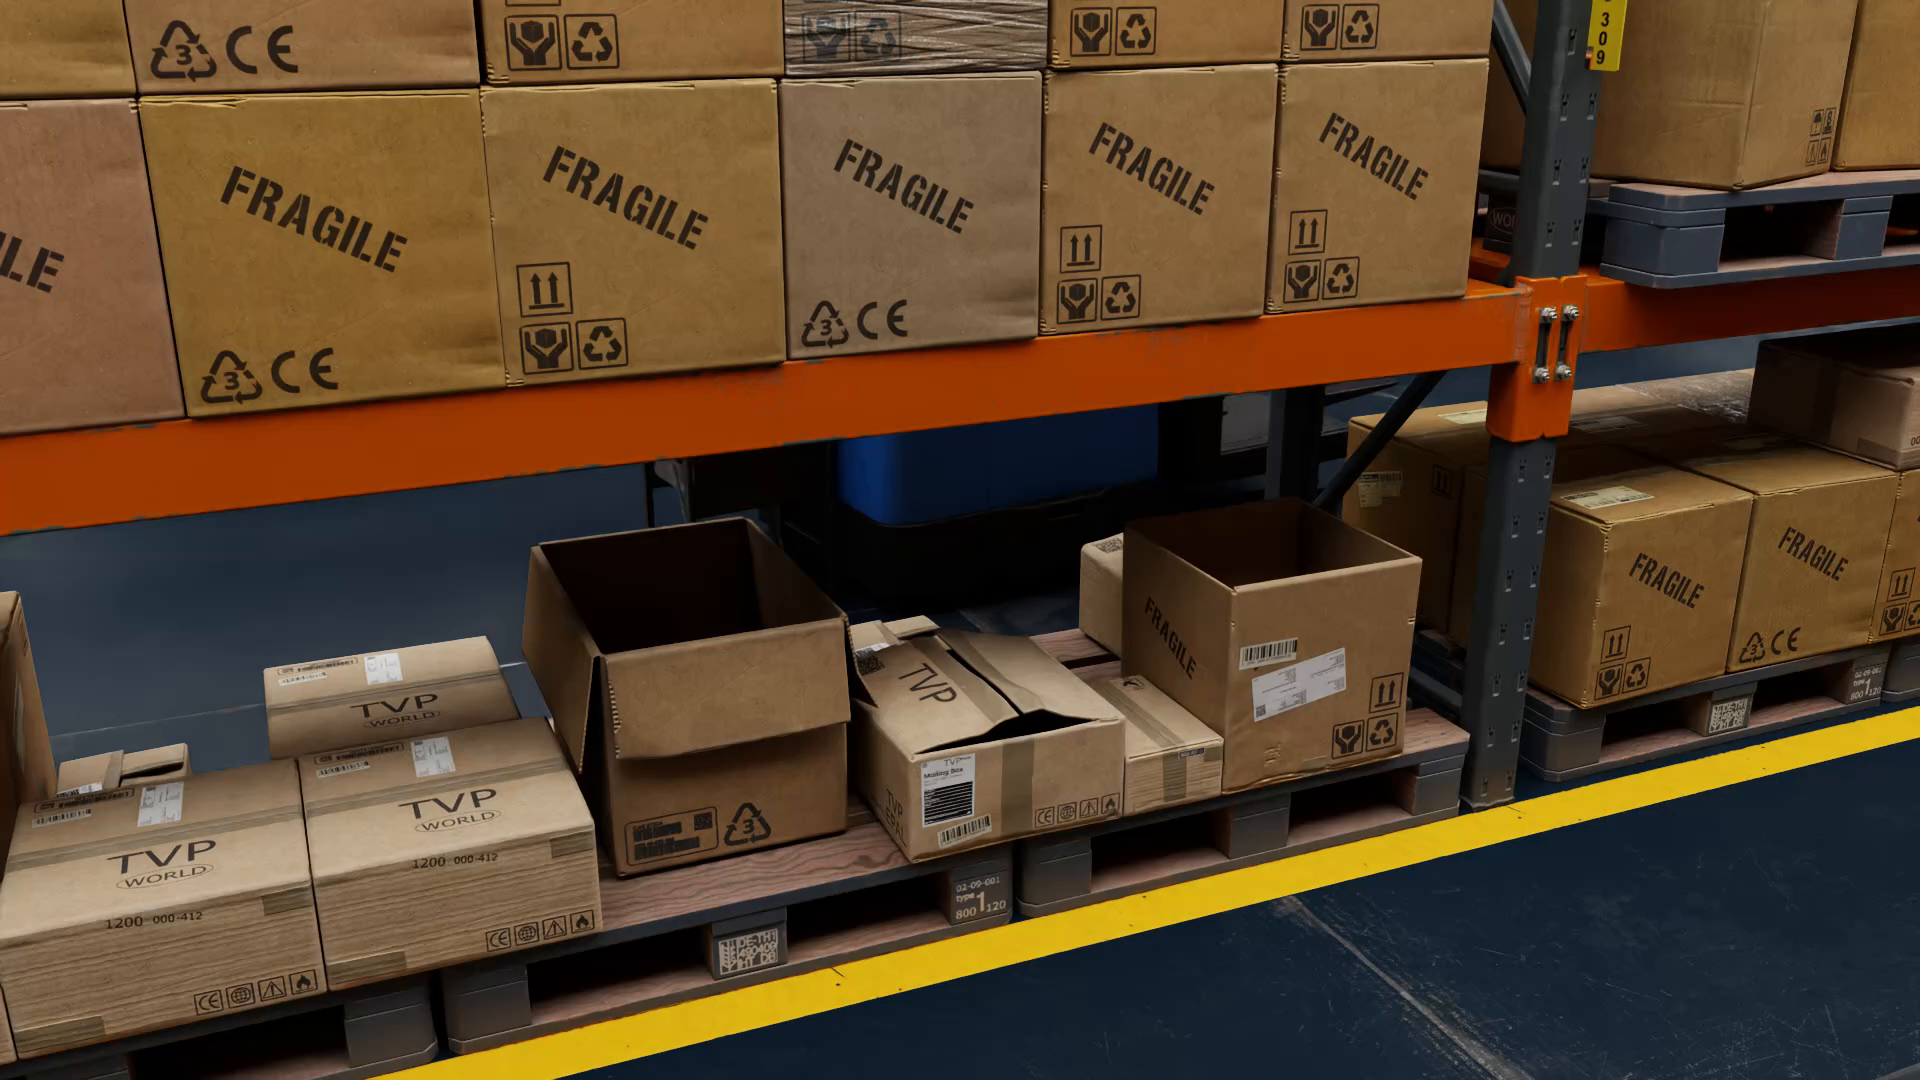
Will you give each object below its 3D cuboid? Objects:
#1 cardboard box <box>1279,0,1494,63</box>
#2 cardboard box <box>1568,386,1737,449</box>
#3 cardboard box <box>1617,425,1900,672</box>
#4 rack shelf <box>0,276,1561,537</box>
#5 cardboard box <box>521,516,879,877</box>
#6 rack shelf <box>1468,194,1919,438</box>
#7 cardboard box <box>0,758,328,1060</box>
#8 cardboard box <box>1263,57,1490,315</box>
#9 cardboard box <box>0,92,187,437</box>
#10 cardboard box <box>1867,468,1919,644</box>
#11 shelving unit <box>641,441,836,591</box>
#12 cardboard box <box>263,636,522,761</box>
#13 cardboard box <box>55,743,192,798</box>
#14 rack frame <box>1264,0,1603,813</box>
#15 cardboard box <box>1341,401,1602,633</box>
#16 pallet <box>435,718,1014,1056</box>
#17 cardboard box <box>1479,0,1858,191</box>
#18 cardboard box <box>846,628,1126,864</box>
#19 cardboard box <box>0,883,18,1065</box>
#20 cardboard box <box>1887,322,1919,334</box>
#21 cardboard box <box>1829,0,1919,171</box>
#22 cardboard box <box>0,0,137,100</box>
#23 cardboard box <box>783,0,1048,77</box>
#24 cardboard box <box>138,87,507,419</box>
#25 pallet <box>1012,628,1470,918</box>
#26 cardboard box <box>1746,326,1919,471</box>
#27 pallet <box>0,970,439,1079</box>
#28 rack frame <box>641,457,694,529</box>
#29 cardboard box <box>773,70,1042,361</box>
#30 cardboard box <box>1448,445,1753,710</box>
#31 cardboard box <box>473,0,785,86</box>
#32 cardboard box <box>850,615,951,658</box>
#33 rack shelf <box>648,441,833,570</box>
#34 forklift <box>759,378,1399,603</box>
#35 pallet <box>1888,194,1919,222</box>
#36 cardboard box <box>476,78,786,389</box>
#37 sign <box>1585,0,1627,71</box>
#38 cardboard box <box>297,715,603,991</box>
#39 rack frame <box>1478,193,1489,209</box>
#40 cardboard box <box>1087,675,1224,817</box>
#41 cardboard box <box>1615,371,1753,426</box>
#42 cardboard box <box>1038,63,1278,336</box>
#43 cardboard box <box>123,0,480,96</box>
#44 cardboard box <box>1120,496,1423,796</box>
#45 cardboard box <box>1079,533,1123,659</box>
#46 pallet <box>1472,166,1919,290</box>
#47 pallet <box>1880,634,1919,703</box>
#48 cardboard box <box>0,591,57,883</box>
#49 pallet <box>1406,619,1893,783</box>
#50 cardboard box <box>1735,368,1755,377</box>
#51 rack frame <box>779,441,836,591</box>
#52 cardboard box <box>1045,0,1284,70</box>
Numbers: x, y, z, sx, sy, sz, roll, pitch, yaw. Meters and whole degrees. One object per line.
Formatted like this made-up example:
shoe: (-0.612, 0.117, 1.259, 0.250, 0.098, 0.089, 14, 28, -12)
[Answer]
cardboard box: (0.767, -1.275, 3.470, 0.500, 0.500, 0.500, -8, 21, -22)
cardboard box: (1.925, -0.145, 5.018, 0.500, 0.500, 0.500, -8, 21, -22)
cardboard box: (2.154, 0.007, 4.586, 0.500, 0.500, 0.500, -8, 21, -21)
rack shelf: (-0.708, -0.299, 3.438, 4.000, 0.370, 1.077, -8, 21, -22)
cardboard box: (-0.595, 0.317, 3.701, 0.637, 0.503, 0.797, -8, 21, -22)
rack shelf: (2.965, -0.825, 4.932, 4.000, 0.370, 1.077, -8, 21, -22)
cardboard box: (-1.474, 0.663, 3.099, 0.500, 0.250, 0.500, -8, 21, -22)
cardboard box: (0.771, -0.805, 3.640, 0.500, 0.500, 0.500, -8, 21, -21)
cardboard box: (-1.561, -0.470, 2.689, 0.500, 0.500, 0.500, -8, 21, -22)
cardboard box: (2.616, -0.056, 4.766, 0.500, 0.500, 0.500, -8, 21, -21)
shelving unit: (-0.732, -0.835, 5.232, 0.503, 2.100, 0.431, -12, 22, -30)
cardboard box: (-1.259, 0.452, 3.700, 0.500, 0.250, 0.500, -8, 21, -22)
cardboard box: (-1.735, 0.581, 3.458, 0.250, 0.166, 0.380, -8, 21, -22)
rack frame: (1.128, -0.901, 4.065, 0.127, 3.000, 1.000, -8, 21, -22)
cardboard box: (1.468, -0.082, 4.840, 0.500, 0.500, 0.500, -8, 21, -22)
pallet: (-0.624, 0.666, 3.813, 1.213, 0.211, 1.003, -8, 21, -22)
cardboard box: (1.652, -1.141, 3.962, 0.500, 0.500, 0.700, -17, 26, -40)
cardboard box: (0.029, 0.419, 3.700, 0.500, 0.311, 0.500, -8, 21, -22)
cardboard box: (-1.794, 0.771, 2.921, 0.250, 0.166, 0.380, -8, 21, -22)
cardboard box: (3.048, -0.471, 4.814, 0.500, 0.250, 0.500, -9, 21, -23)
cardboard box: (2.258, -1.251, 4.274, 0.500, 0.500, 0.700, -5, 20, -13)
cardboard box: (-1.556, -0.943, 2.528, 0.500, 0.500, 0.500, -8, 21, -21)
cardboard box: (-0.165, -1.140, 3.088, 0.500, 0.500, 0.500, -8, 21, -21)
cardboard box: (-1.099, -0.535, 2.874, 0.500, 0.500, 0.500, -8, 21, -22)
pallet: (0.497, 0.504, 4.273, 1.213, 0.211, 1.003, -8, 21, -22)
cardboard box: (2.587, -0.404, 4.626, 0.500, 0.250, 0.500, -8, 21, -22)
pallet: (-1.743, 0.825, 3.361, 1.213, 0.211, 1.003, -8, 21, -22)
rack frame: (-0.940, -0.793, 5.111, 0.015, 2.100, 0.400, -12, 22, -30)
cardboard box: (-0.173, -0.668, 3.252, 0.500, 0.500, 0.500, -8, 21, -21)
cardboard box: (1.669, 0.081, 4.377, 0.500, 0.500, 0.500, -9, 21, -24)
cardboard box: (-0.628, -1.074, 2.901, 0.500, 0.500, 0.500, -8, 21, -22)
cardboard box: (-0.133, 0.334, 4.162, 0.250, 0.166, 0.380, -8, 21, -22)
rack shelf: (-0.732, -0.162, 5.469, 0.480, 0.518, 0.431, -12, 22, -30)
forklift: (0.794, -1.528, 5.948, 3.031, 2.935, 1.130, -12, 22, -30)
pallet: (3.017, -1.080, 4.861, 1.213, 0.211, 1.003, -8, 21, -22)
cardboard box: (-0.639, -0.600, 3.059, 0.500, 0.500, 0.500, -8, 21, -21)
sign: (1.350, -1.145, 3.455, 0.005, 0.325, 0.100, -8, 21, -22)
cardboard box: (-1.015, 0.598, 3.286, 0.500, 0.250, 0.500, -8, 21, -22)
rack frame: (2.843, -2.939, 9.851, 0.127, 3.000, 1.000, -8, 21, -22)
cardboard box: (0.397, 0.465, 3.815, 0.250, 0.149, 0.380, -8, 21, -22)
cardboard box: (2.386, -0.210, 5.205, 0.500, 0.500, 0.500, -8, 21, -21)
cardboard box: (0.298, -0.736, 3.446, 0.500, 0.500, 0.500, -8, 21, -20)
cardboard box: (-1.094, -1.007, 2.710, 0.500, 0.500, 0.500, -8, 21, -21)
cardboard box: (0.718, 0.232, 3.949, 0.500, 0.500, 0.500, -8, 21, -22)
cardboard box: (0.657, 0.149, 4.469, 0.500, 0.311, 0.500, -8, 21, -22)
pallet: (1.905, -0.883, 4.301, 1.213, 0.211, 1.003, -8, 21, -22)
pallet: (2.982, 0.134, 5.325, 1.213, 0.211, 1.003, -8, 21, -22)
cardboard box: (-2.143, 0.450, 3.330, 0.500, 0.500, 0.500, -8, 21, -22)
pallet: (1.860, 0.295, 4.865, 1.213, 0.211, 1.003, -8, 21, -22)
cardboard box: (2.852, -0.278, 5.396, 0.500, 0.500, 0.500, -9, 21, -24)
rack frame: (-0.524, -0.878, 5.353, 0.015, 2.100, 0.400, -12, 22, -30)
cardboard box: (0.297, -1.206, 3.276, 0.500, 0.500, 0.500, -9, 21, -23)
